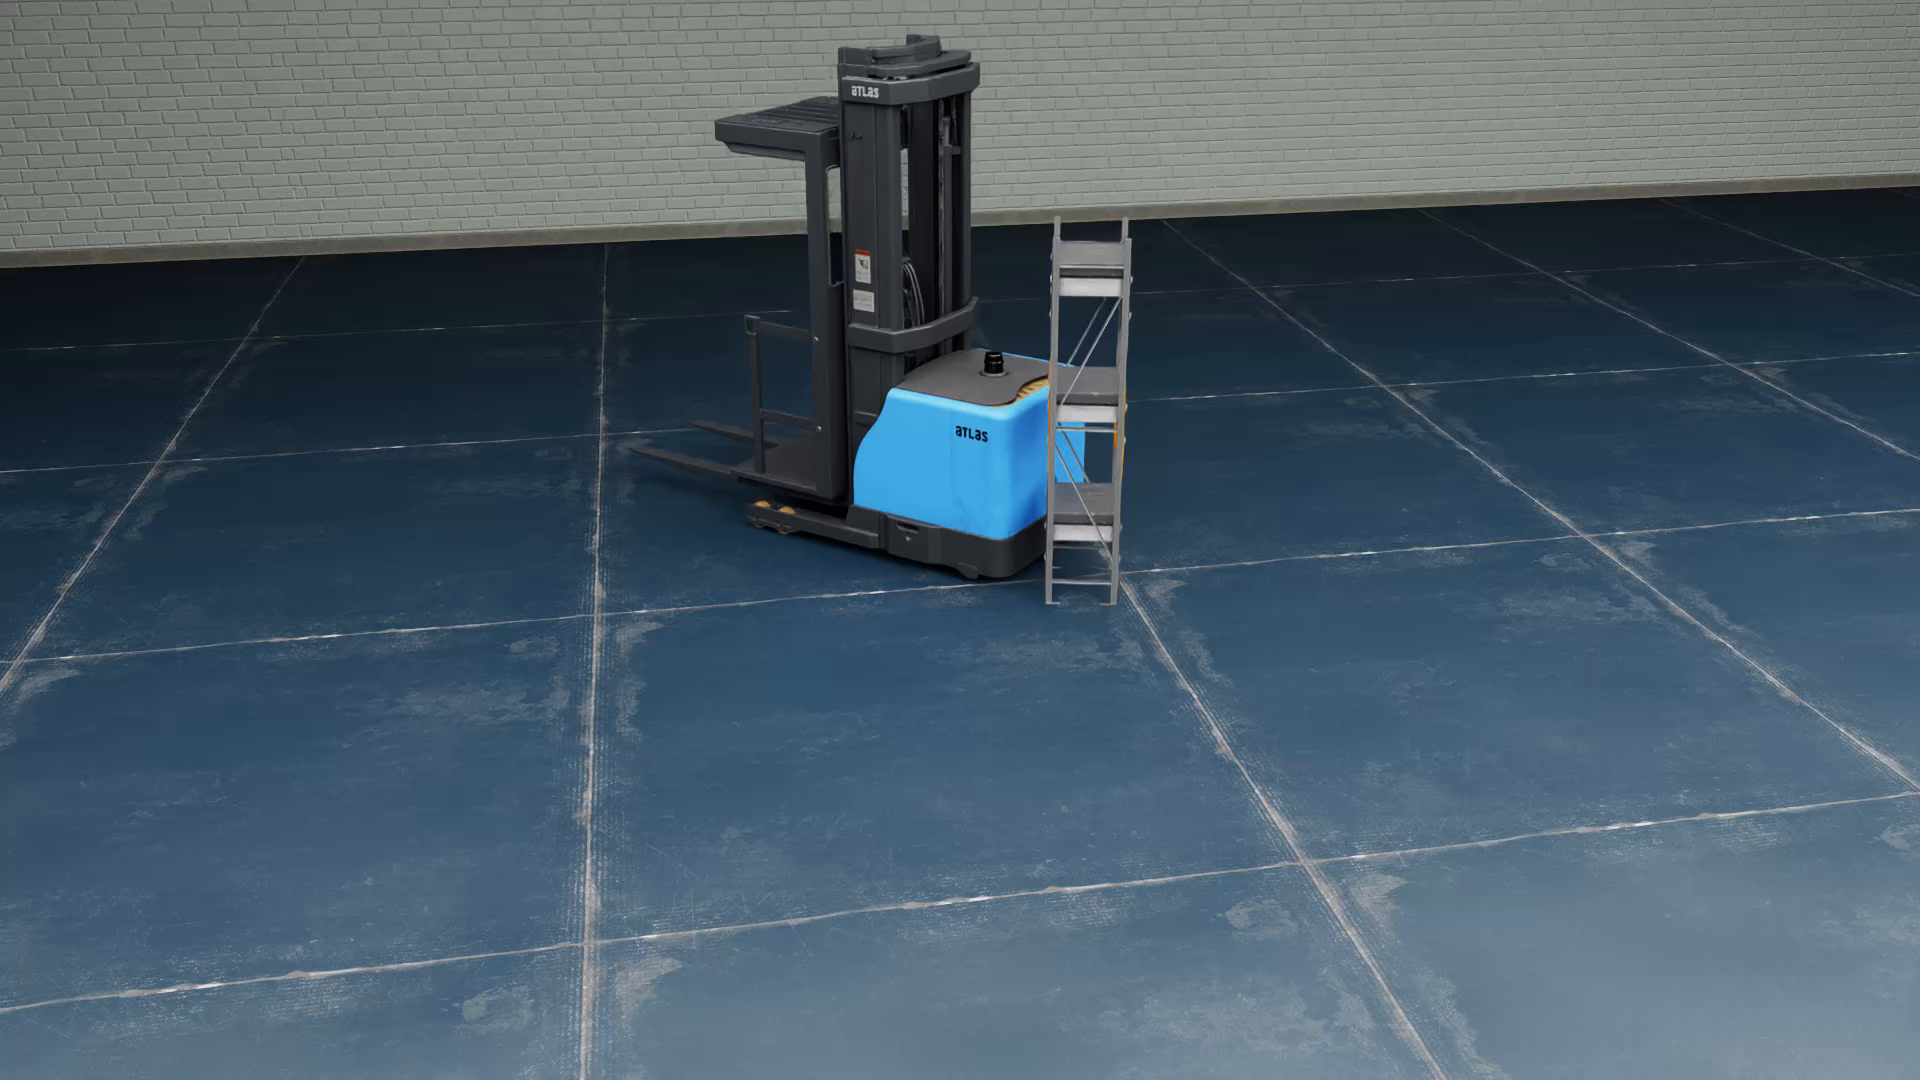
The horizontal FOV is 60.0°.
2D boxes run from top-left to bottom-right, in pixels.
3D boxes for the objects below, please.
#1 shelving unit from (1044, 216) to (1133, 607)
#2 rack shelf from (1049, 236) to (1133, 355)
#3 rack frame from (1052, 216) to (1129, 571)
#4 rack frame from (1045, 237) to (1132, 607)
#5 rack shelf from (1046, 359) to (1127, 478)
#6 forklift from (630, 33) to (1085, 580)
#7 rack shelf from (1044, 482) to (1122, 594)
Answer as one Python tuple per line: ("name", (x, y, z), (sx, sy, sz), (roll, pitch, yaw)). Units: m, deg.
("shelving unit", (0.698, -0.690, 9.207), (0.431, 2.100, 0.503), (1, 24, 3))
("rack shelf", (0.698, -1.319, 8.932), (0.431, 0.518, 0.480), (1, 24, 3))
("rack frame", (0.712, -0.788, 9.430), (0.400, 2.100, 0.015), (1, 24, 3))
("rack frame", (0.683, -0.593, 8.983), (0.400, 2.100, 0.015), (1, 24, 3))
("rack shelf", (0.698, -0.678, 9.212), (0.431, 0.518, 0.480), (1, 24, 3))
("forklift", (-0.748, -1.542, 10.118), (3.031, 2.935, 1.130), (14, 27, 29))
("rack shelf", (0.698, -0.036, 9.492), (0.431, 0.518, 0.480), (1, 24, 3))
